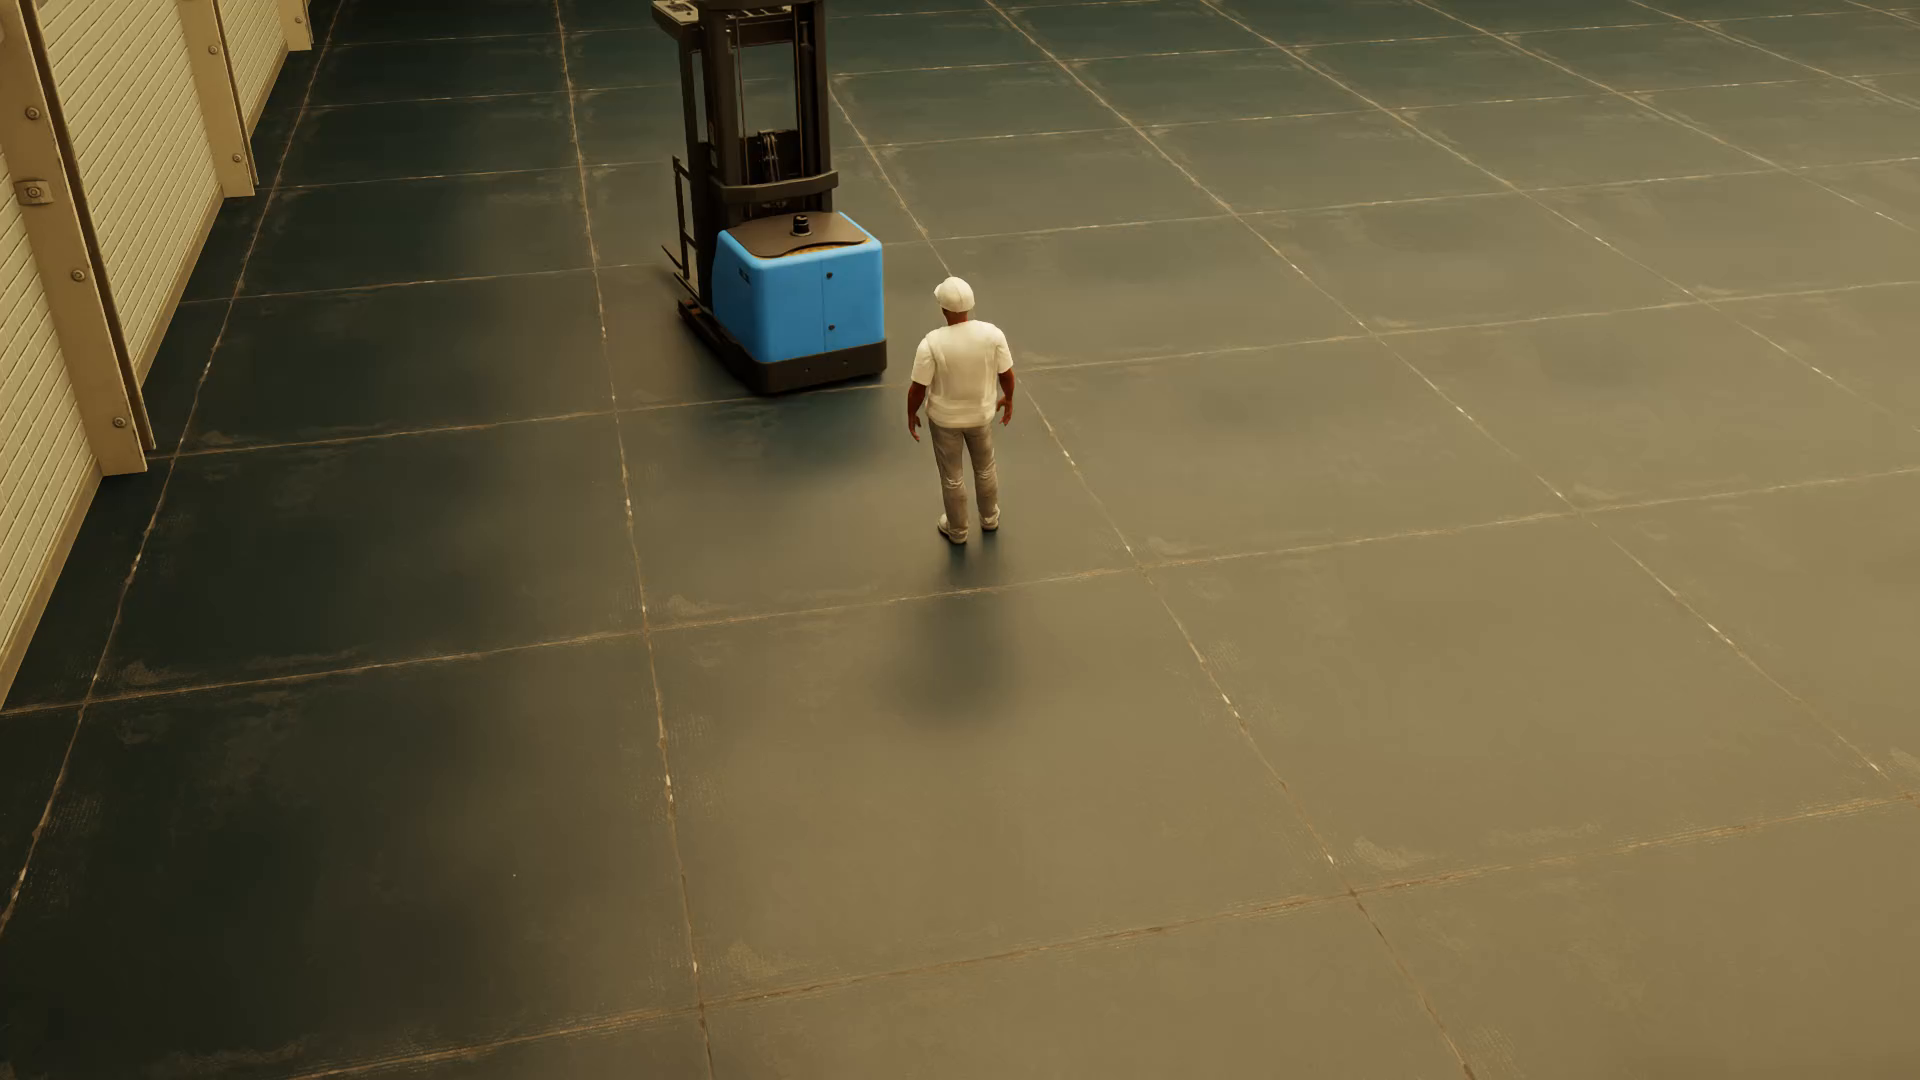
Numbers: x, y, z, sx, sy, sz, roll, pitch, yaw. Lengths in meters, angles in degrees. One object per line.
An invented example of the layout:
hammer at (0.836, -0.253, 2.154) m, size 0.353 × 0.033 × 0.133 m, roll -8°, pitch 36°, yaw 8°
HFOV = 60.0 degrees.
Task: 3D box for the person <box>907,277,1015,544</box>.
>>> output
person at (-0.011, -0.805, 10.114) m, size 0.665 × 1.768 × 0.575 m, roll -7°, pitch 31°, yaw -12°

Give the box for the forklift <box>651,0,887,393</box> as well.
forklift at (-1.648, -3.062, 12.865) m, size 1.130 × 2.935 × 3.031 m, roll -14°, pitch 33°, yaw -22°
